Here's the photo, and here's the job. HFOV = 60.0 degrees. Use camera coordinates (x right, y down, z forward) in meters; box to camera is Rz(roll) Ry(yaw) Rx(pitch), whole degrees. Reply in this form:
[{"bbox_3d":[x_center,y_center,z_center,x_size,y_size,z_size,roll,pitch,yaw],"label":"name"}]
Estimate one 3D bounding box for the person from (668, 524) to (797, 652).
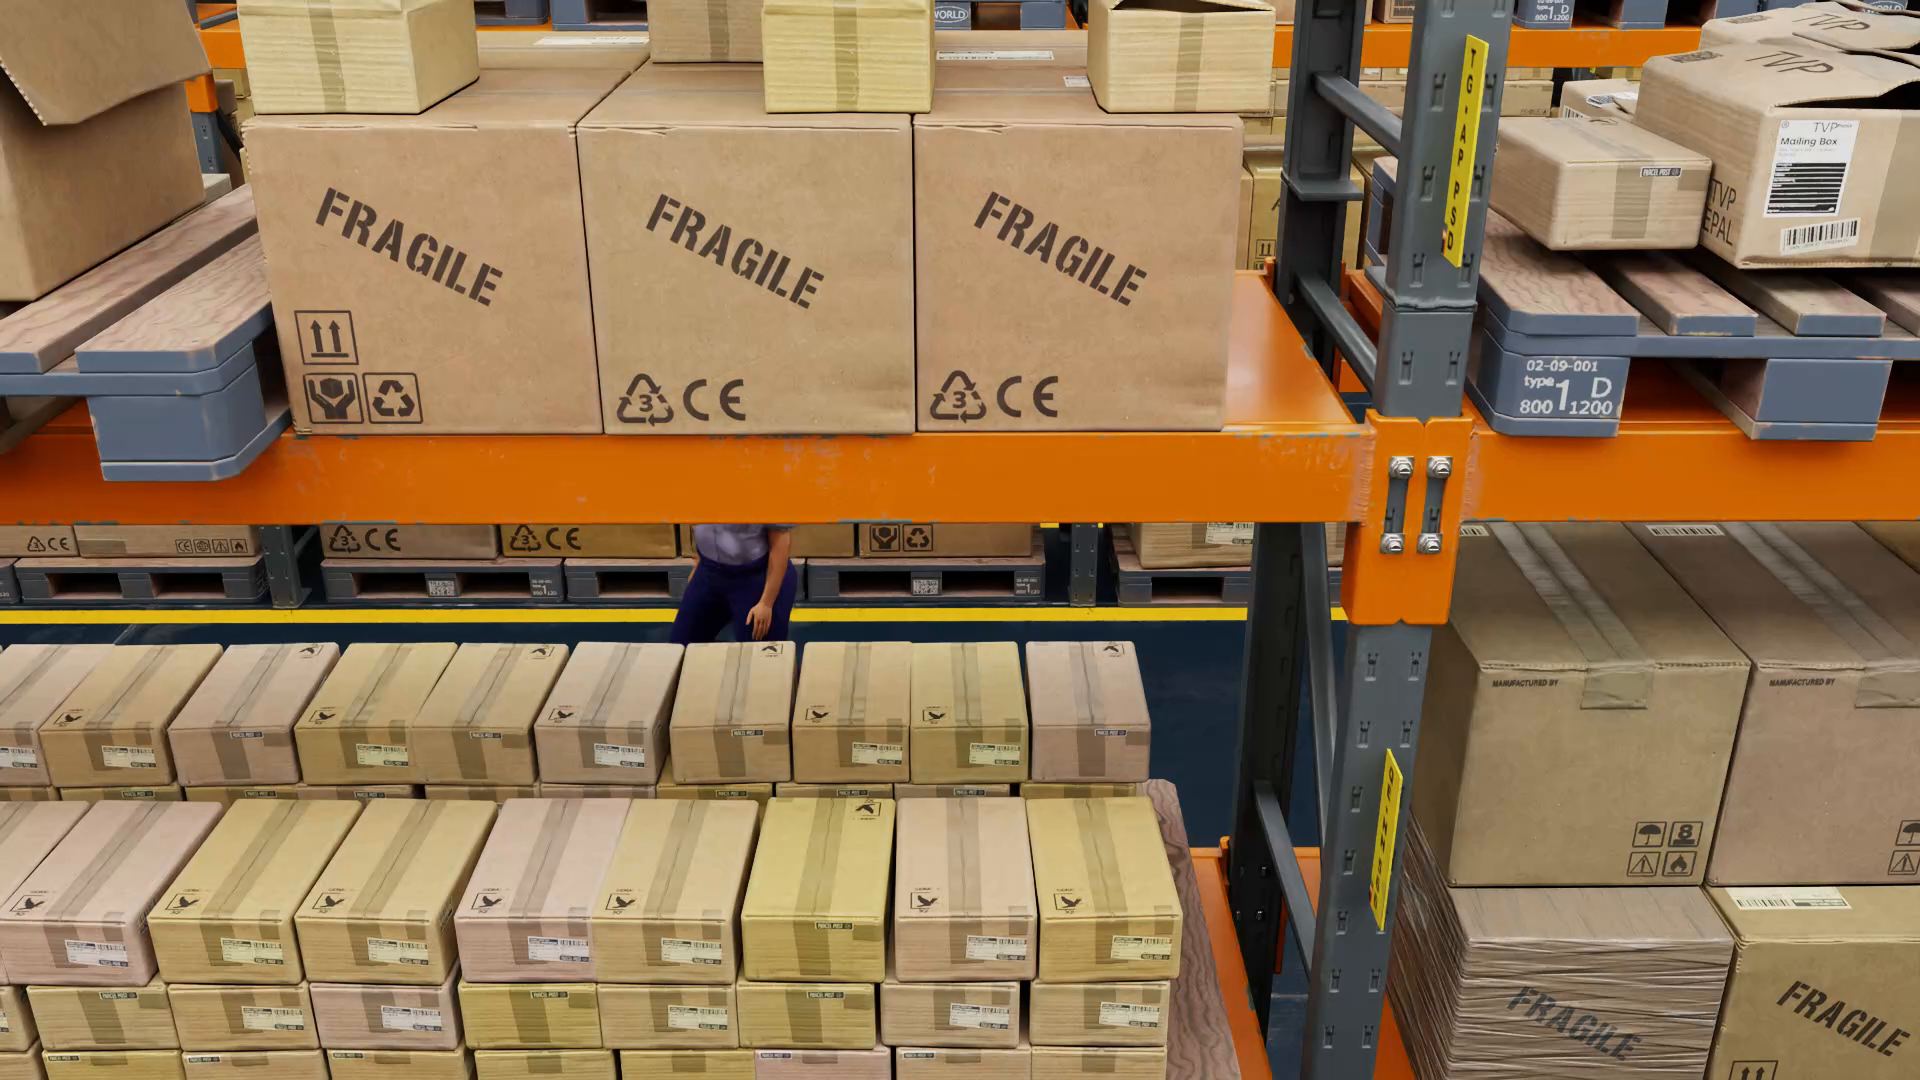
[{"bbox_3d":[-0.884,0.177,6.699,0.548,1.631,0.498,18,30,35],"label":"person"}]
